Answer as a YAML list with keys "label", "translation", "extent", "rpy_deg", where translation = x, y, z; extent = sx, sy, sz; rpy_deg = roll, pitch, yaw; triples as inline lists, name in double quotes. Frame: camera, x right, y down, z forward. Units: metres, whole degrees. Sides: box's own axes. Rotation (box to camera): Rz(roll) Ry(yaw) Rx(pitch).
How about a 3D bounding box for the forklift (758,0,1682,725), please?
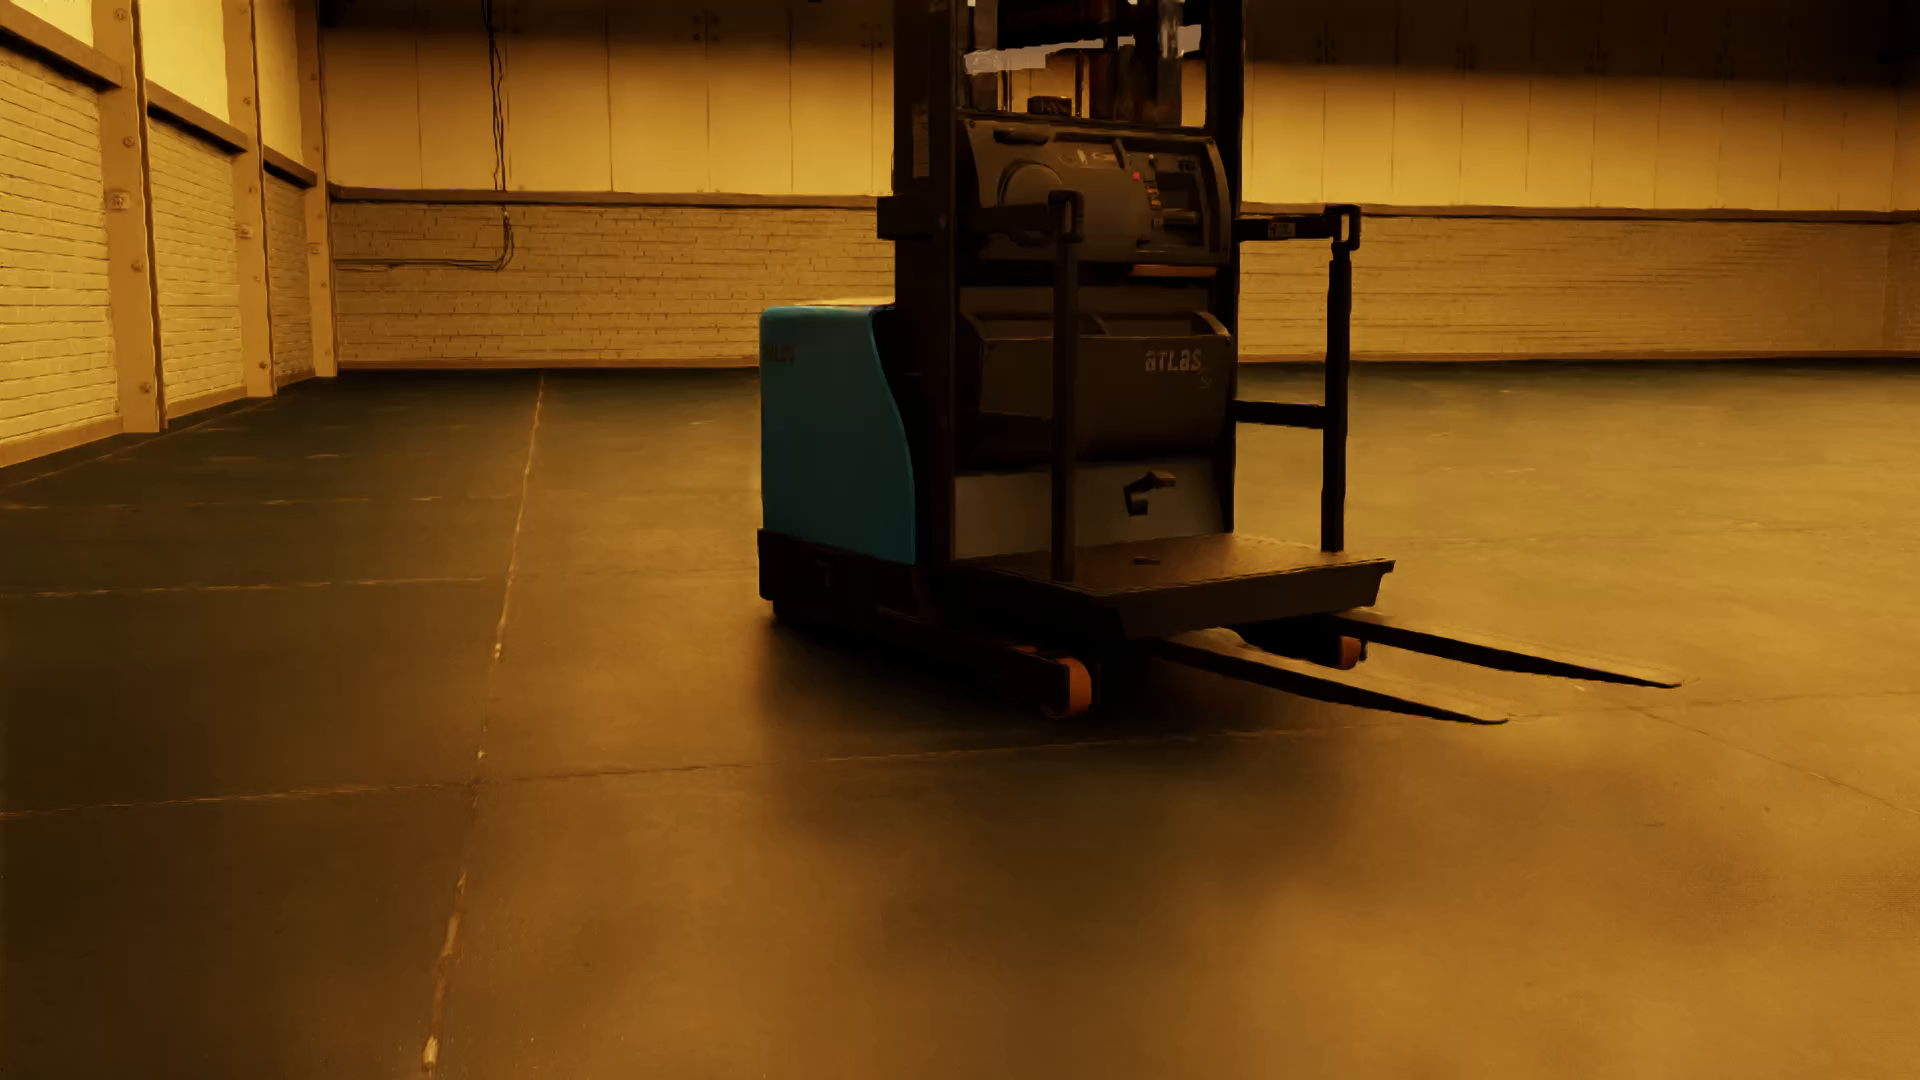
- label: "forklift"
  translation: [0.533, -1.056, 4.680]
  extent: [1.130, 2.935, 3.031]
  rpy_deg: [-5, 10, -33]
